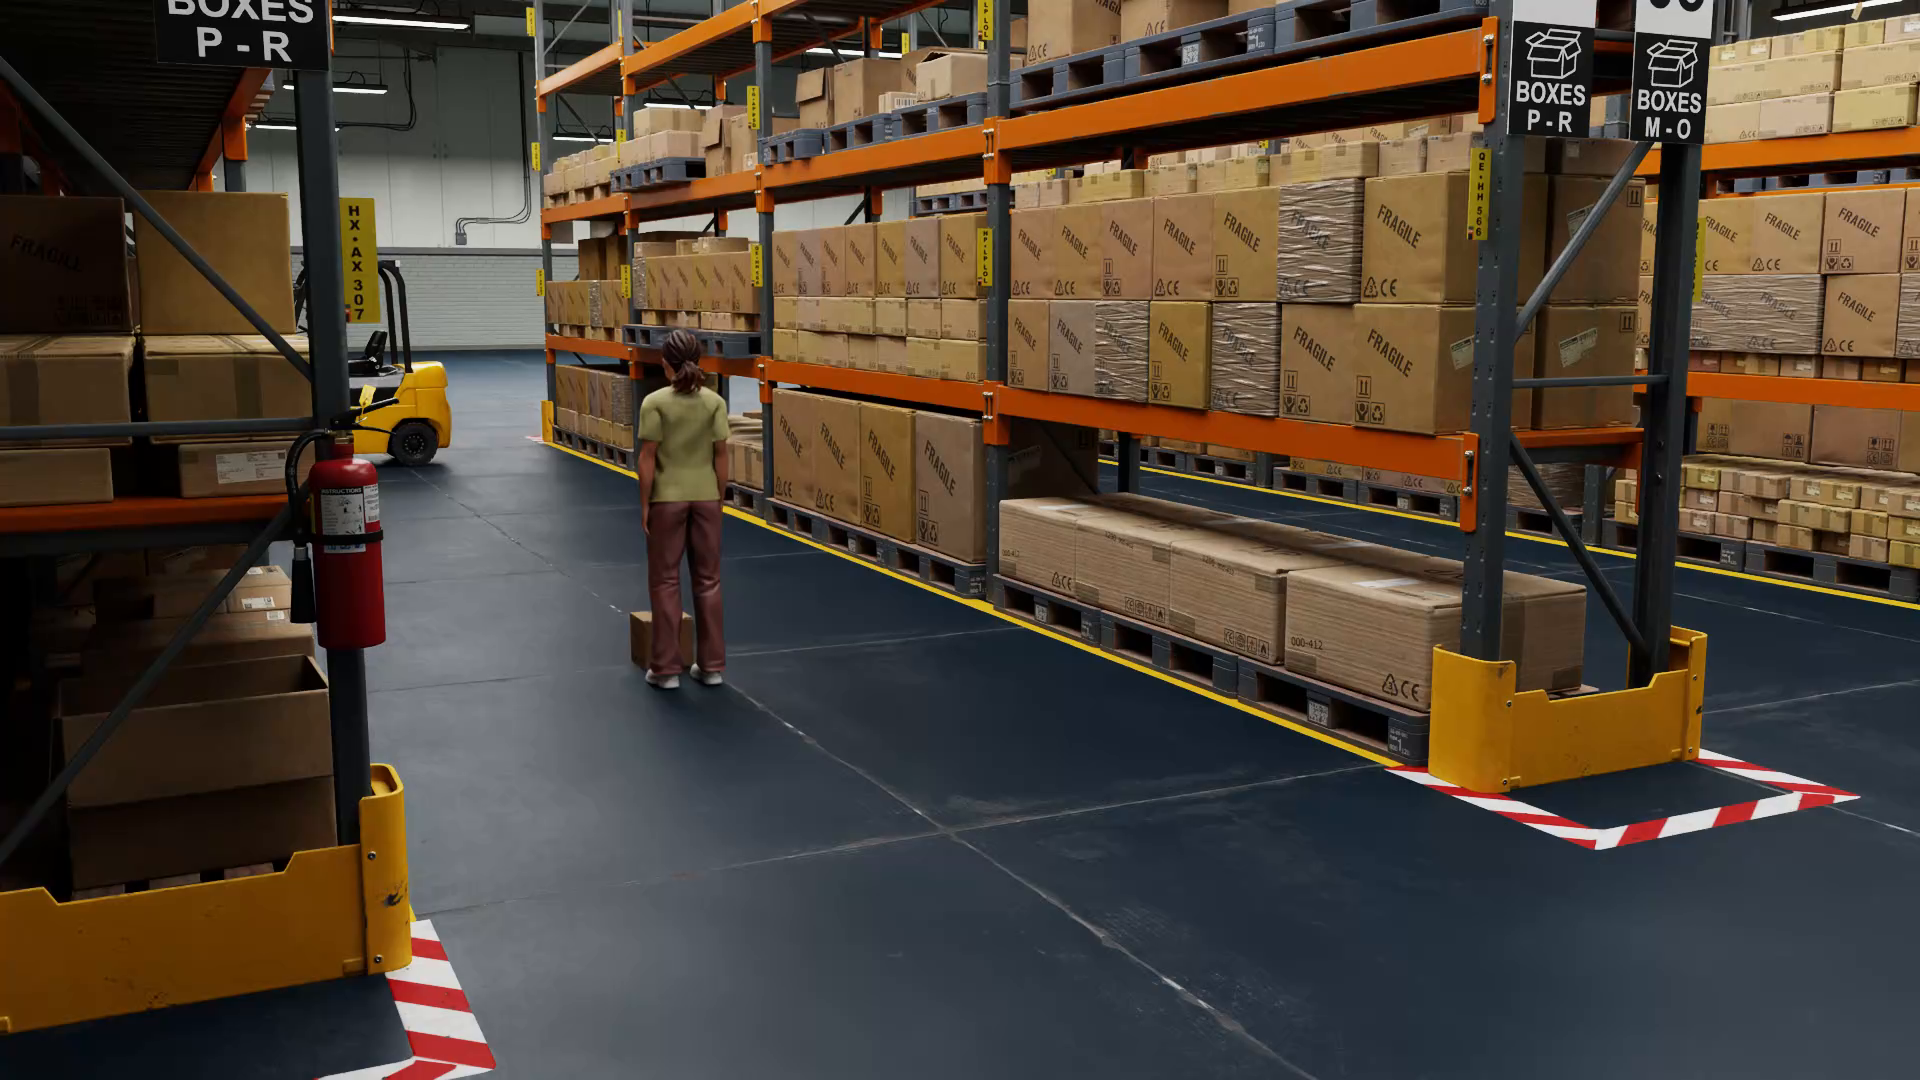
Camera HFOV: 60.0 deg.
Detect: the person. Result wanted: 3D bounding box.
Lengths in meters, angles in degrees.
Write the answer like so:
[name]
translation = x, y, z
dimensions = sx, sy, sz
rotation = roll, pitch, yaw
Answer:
[person]
translation = -1.297, -0.143, 7.792
dimensions = 0.441, 1.680, 0.383
rotation = -4, 9, -25
